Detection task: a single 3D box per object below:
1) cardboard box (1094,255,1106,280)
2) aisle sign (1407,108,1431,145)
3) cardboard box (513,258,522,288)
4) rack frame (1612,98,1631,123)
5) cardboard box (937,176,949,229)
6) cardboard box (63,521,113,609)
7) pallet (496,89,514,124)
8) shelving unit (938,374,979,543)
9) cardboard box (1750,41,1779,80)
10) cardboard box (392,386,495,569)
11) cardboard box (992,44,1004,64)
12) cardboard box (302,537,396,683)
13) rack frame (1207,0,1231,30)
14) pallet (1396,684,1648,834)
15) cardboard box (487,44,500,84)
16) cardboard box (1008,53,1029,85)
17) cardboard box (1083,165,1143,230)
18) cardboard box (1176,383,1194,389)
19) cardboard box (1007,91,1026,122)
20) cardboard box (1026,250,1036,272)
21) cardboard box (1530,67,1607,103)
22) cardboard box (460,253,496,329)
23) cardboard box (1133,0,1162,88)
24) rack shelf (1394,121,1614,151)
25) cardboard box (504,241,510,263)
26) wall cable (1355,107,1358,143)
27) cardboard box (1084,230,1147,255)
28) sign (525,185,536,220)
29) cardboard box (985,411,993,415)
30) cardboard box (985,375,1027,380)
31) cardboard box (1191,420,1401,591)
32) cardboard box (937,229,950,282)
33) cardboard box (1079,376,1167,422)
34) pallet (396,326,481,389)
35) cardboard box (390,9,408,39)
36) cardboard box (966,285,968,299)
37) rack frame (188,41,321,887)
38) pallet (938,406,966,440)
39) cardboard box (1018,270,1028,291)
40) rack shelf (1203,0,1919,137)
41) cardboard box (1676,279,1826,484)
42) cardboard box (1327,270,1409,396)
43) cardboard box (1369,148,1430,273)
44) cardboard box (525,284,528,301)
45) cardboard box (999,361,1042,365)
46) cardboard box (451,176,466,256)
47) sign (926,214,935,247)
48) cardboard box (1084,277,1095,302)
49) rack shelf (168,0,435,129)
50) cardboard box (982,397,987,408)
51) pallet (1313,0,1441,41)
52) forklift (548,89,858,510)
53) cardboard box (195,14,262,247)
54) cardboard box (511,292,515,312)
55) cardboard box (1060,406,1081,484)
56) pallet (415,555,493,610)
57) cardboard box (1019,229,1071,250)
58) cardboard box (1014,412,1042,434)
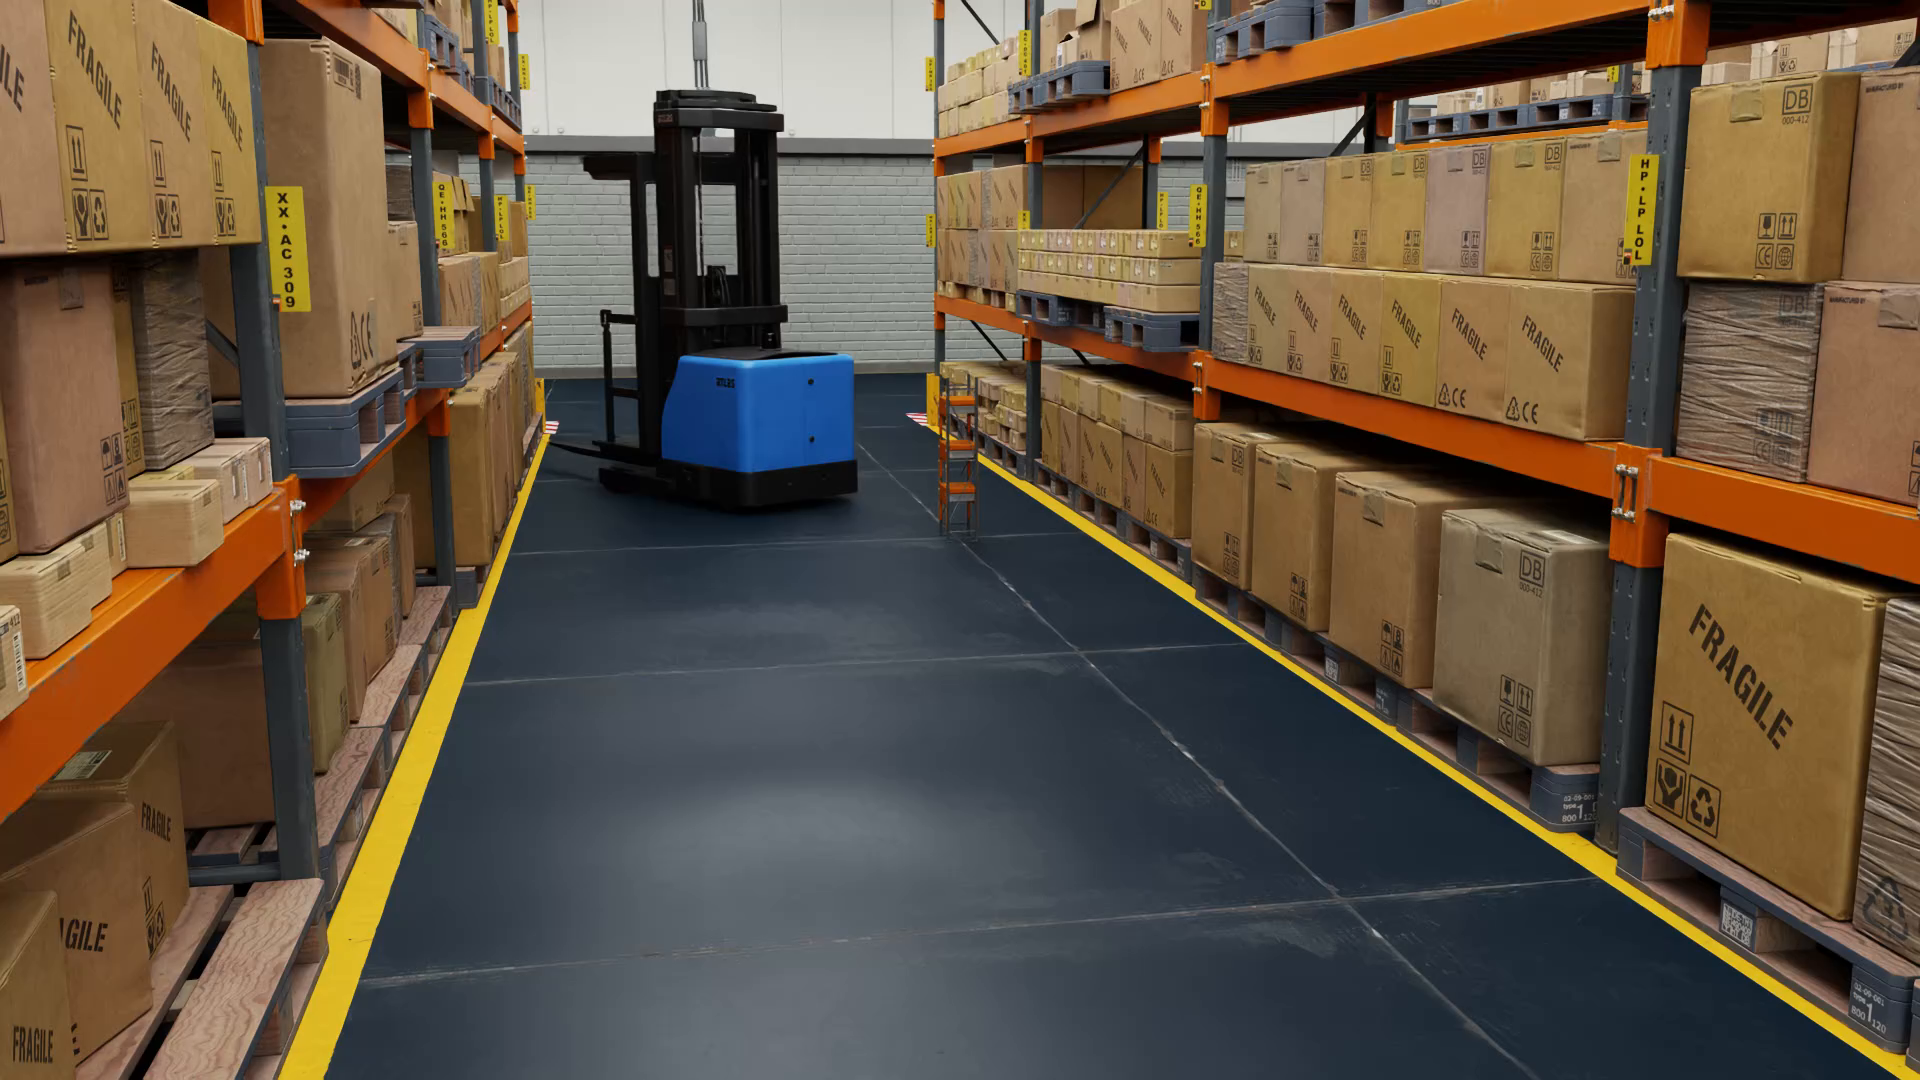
[{"bbox_3d":[1.055,-1.708,10.399,0.380,0.149,0.250,-2,11,-11],"label":"cardboard box"},{"bbox_3d":[4.781,-4.161,17.584,0.394,0.787,0.004,-2,11,-11],"label":"aisle sign"},{"bbox_3d":[-4.089,-2.328,14.511,0.500,0.250,0.500,-3,11,-13],"label":"cardboard box"},{"bbox_3d":[5.858,-2.148,13.959,1.000,3.000,0.127,-2,11,-11],"label":"rack frame"},{"bbox_3d":[0.071,-3.277,16.156,0.500,0.500,0.500,-2,11,-11],"label":"cardboard box"},{"bbox_3d":[-1.783,0.063,3.015,0.380,0.149,0.250,-2,11,-11],"label":"cardboard box"},{"bbox_3d":[-4.246,-3.591,13.757,1.003,0.211,1.213,-2,11,-11],"label":"pallet"},{"bbox_3d":[-0.010,-0.526,10.650,0.215,1.050,0.252,-2,11,-11],"label":"shelving unit"},{"bbox_3d":[5.869,-3.414,11.825,0.396,0.266,0.258,-1,11,-6],"label":"cardboard box"},{"bbox_3d":[-3.199,-0.344,9.040,1.225,0.875,0.875,-3,11,-14],"label":"cardboard box"},{"bbox_3d":[0.482,-4.029,13.818,0.380,0.149,0.250,-3,11,-13],"label":"cardboard box"},{"bbox_3d":[-2.698,0.285,6.685,0.700,0.500,0.500,-1,11,-6],"label":"cardboard box"},{"bbox_3d":[1.800,-4.163,8.501,1.000,3.000,0.127,-2,11,-11],"label":"rack frame"},{"bbox_3d":[2.354,0.749,6.197,1.003,0.211,1.213,-2,11,-11],"label":"pallet"},{"bbox_3d":[-4.137,-3.907,13.520,0.700,0.500,0.500,-2,11,-9],"label":"cardboard box"},{"bbox_3d":[0.682,-3.670,12.999,0.500,0.250,0.500,-3,11,-14],"label":"cardboard box"},{"bbox_3d":[1.173,-2.727,13.267,0.500,0.500,0.500,-2,11,-10],"label":"cardboard box"},{"bbox_3d":[1.721,-0.882,10.865,0.500,0.250,0.500,-2,11,-11],"label":"cardboard box"},{"bbox_3d":[0.661,-3.429,13.071,0.500,0.250,0.500,-2,11,-10],"label":"cardboard box"},{"bbox_3d":[0.699,-2.042,12.156,0.380,0.149,0.250,-2,11,-12],"label":"cardboard box"},{"bbox_3d":[5.564,-4.174,14.914,0.797,0.503,0.637,-1,11,-7],"label":"cardboard box"},{"bbox_3d":[-3.415,-1.670,11.180,0.500,0.500,0.500,-2,11,-9],"label":"cardboard box"},{"bbox_3d":[1.329,-2.925,9.753,0.500,0.500,0.500,-2,11,-11],"label":"cardboard box"},{"bbox_3d":[5.469,-3.635,15.673,1.077,0.370,4.000,-2,11,-11],"label":"rack shelf"},{"bbox_3d":[-3.794,-2.416,12.968,0.500,0.500,0.500,-2,11,-11],"label":"cardboard box"},{"bbox_3d":[4.435,-6.889,22.821,2.355,3.000,0.029,-2,11,-11],"label":"wall cable"},{"bbox_3d":[1.005,-1.901,10.621,0.380,0.149,0.250,-2,11,-8],"label":"cardboard box"},{"bbox_3d":[-4.106,-3.224,15.880,0.100,0.325,0.005,-2,11,-11],"label":"sign"},{"bbox_3d":[0.425,-1.055,14.718,0.380,0.149,0.250,-2,11,-10],"label":"cardboard box"},{"bbox_3d":[0.430,-1.389,14.884,0.380,0.149,0.250,-2,11,-11],"label":"cardboard box"},{"bbox_3d":[1.830,-0.202,8.629,1.050,0.750,0.750,-2,11,-12],"label":"cardboard box"},{"bbox_3d":[0.060,-2.786,16.248,0.500,0.500,0.500,-2,11,-8],"label":"cardboard box"},{"bbox_3d":[1.107,-0.960,11.273,0.500,0.250,0.500,-2,11,-9],"label":"cardboard box"},{"bbox_3d":[-2.842,-0.833,7.563,1.213,0.211,1.003,-2,11,-11],"label":"pallet"},{"bbox_3d":[-2.642,-2.285,7.058,0.500,0.250,0.500,-2,11,-11],"label":"cardboard box"},{"bbox_3d":[0.260,-2.349,15.689,0.380,0.149,0.250,-2,11,-8],"label":"cardboard box"},{"bbox_3d":[-2.307,-0.320,4.357,1.000,3.000,0.127,-2,11,-11],"label":"rack frame"},{"bbox_3d":[0.382,-1.149,16.168,1.003,0.211,1.213,-2,11,-11],"label":"pallet"},{"bbox_3d":[0.647,-1.943,12.433,0.380,0.149,0.250,-3,11,-14],"label":"cardboard box"},{"bbox_3d":[2.189,-1.969,6.921,1.077,0.370,4.000,-2,11,-11],"label":"rack shelf"},{"bbox_3d":[2.661,-0.489,4.840,0.875,0.550,0.550,-2,11,-11],"label":"cardboard box"},{"bbox_3d":[1.916,-0.896,7.112,0.500,0.500,0.500,-2,11,-12],"label":"cardboard box"},{"bbox_3d":[2.178,-1.393,7.051,0.700,0.500,0.500,-2,11,-12],"label":"cardboard box"},{"bbox_3d":[-4.149,-2.250,15.170,0.380,0.149,0.250,-2,11,-11],"label":"cardboard box"},{"bbox_3d":[0.595,-1.693,16.480,0.380,0.149,0.250,-2,11,-10],"label":"cardboard box"},{"bbox_3d":[-3.609,-2.086,10.685,0.797,0.503,0.637,-2,11,-10],"label":"cardboard box"},{"bbox_3d":[-0.289,-3.089,16.586,0.100,0.325,0.005,-2,11,-11],"label":"sign"},{"bbox_3d":[1.008,-1.608,10.670,0.380,0.149,0.250,-2,11,-9],"label":"cardboard box"},{"bbox_3d":[-2.696,-1.807,6.071,1.077,0.370,4.000,-2,11,-11],"label":"rack shelf"},{"bbox_3d":[0.408,-1.291,15.163,0.380,0.149,0.250,-2,11,-8],"label":"cardboard box"},{"bbox_3d":[2.197,-2.275,7.111,1.003,0.211,1.213,-2,11,-8],"label":"pallet"},{"bbox_3d":[-2.125,-1.863,12.647,1.130,2.935,3.031,-10,15,-42],"label":"forklift"},{"bbox_3d":[-1.950,-0.934,3.845,0.500,0.500,0.500,-2,11,-11],"label":"cardboard box"},{"bbox_3d":[-3.800,-1.922,13.444,0.380,0.149,0.250,-2,11,-12],"label":"cardboard box"},{"bbox_3d":[1.010,-0.686,11.838,0.500,0.500,0.500,-2,11,-8],"label":"cardboard box"},{"bbox_3d":[-3.165,0.169,9.246,1.003,0.211,1.213,-2,11,-11],"label":"pallet"},{"bbox_3d":[0.647,-2.236,12.377,0.380,0.149,0.250,-2,11,-8],"label":"cardboard box"},{"bbox_3d":[0.649,-0.948,13.358,0.380,0.149,0.250,-2,11,-10],"label":"cardboard box"}]
